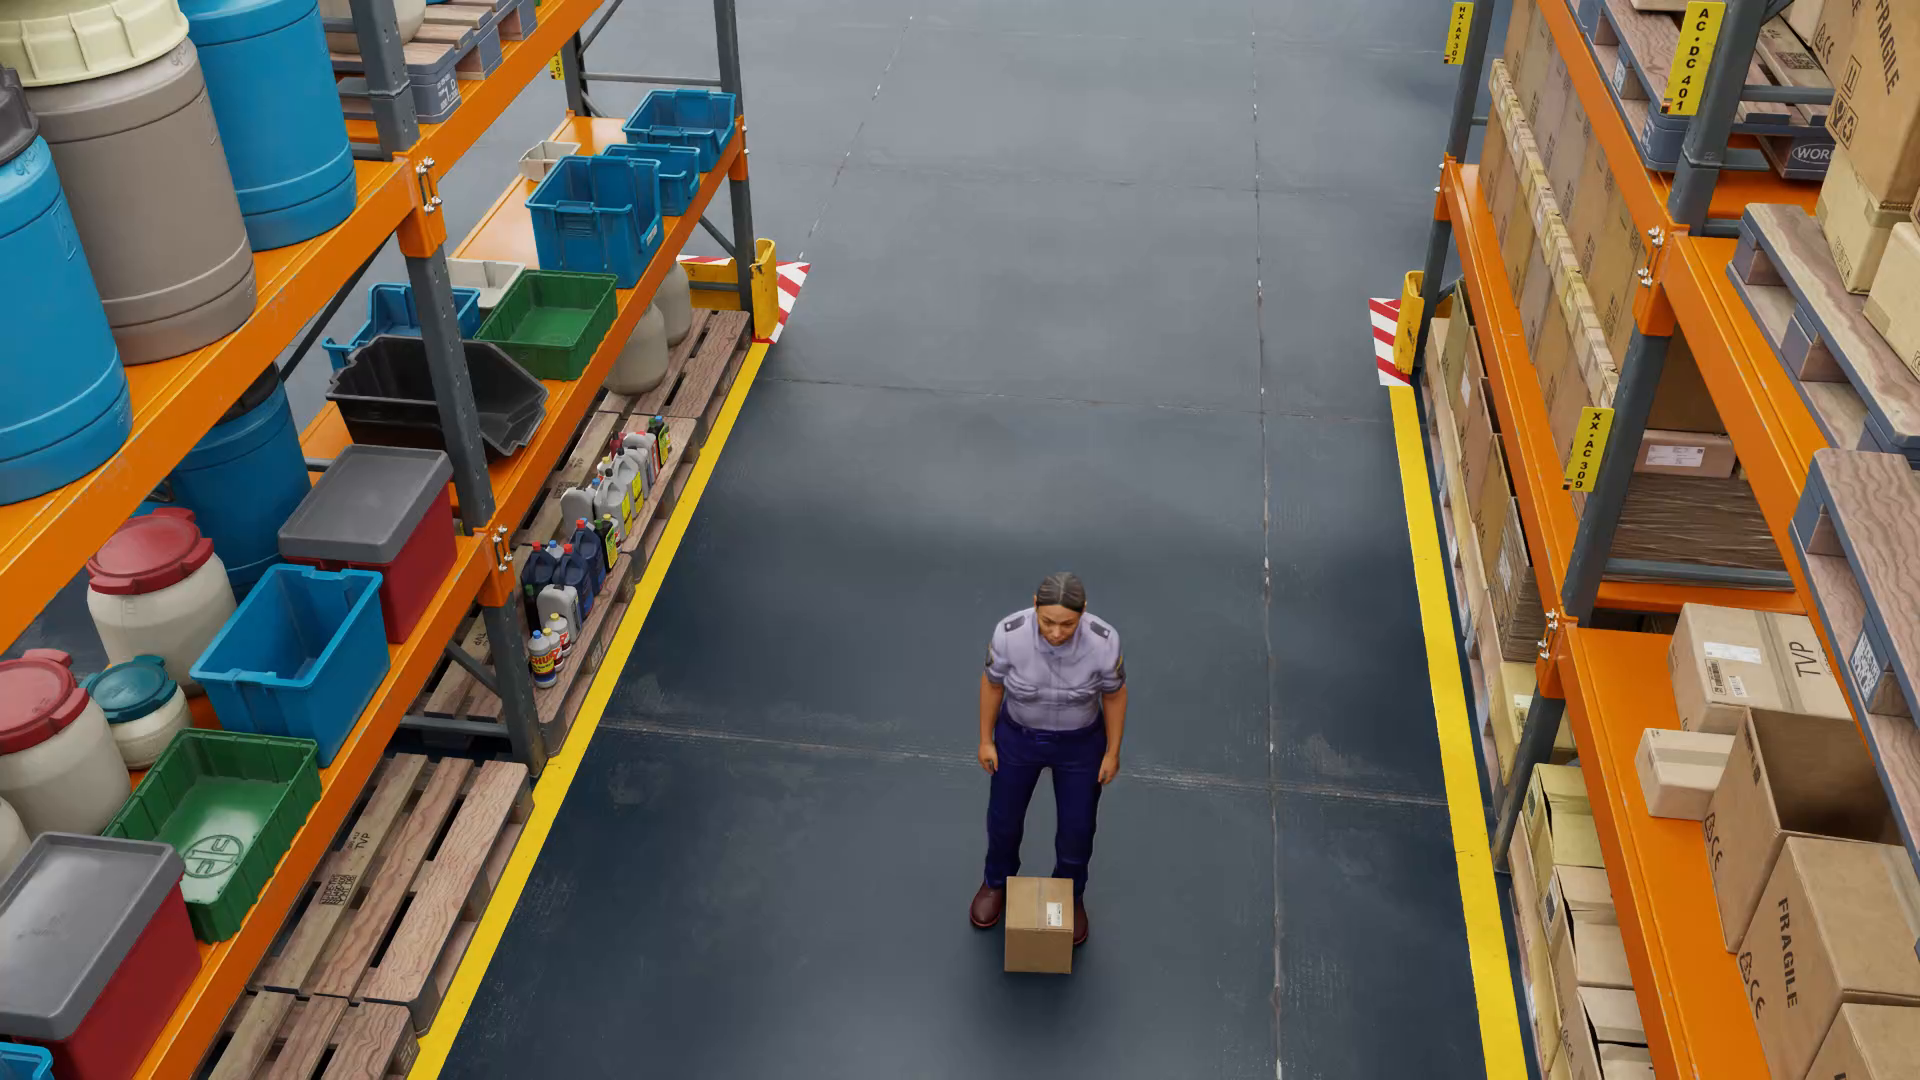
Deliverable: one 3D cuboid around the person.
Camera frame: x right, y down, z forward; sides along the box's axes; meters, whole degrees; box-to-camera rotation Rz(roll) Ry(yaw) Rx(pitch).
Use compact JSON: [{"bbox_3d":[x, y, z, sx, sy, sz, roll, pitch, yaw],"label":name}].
[{"bbox_3d":[0.317,0.758,6.015,0.541,1.652,0.413,4,37,6],"label":"person"}]
